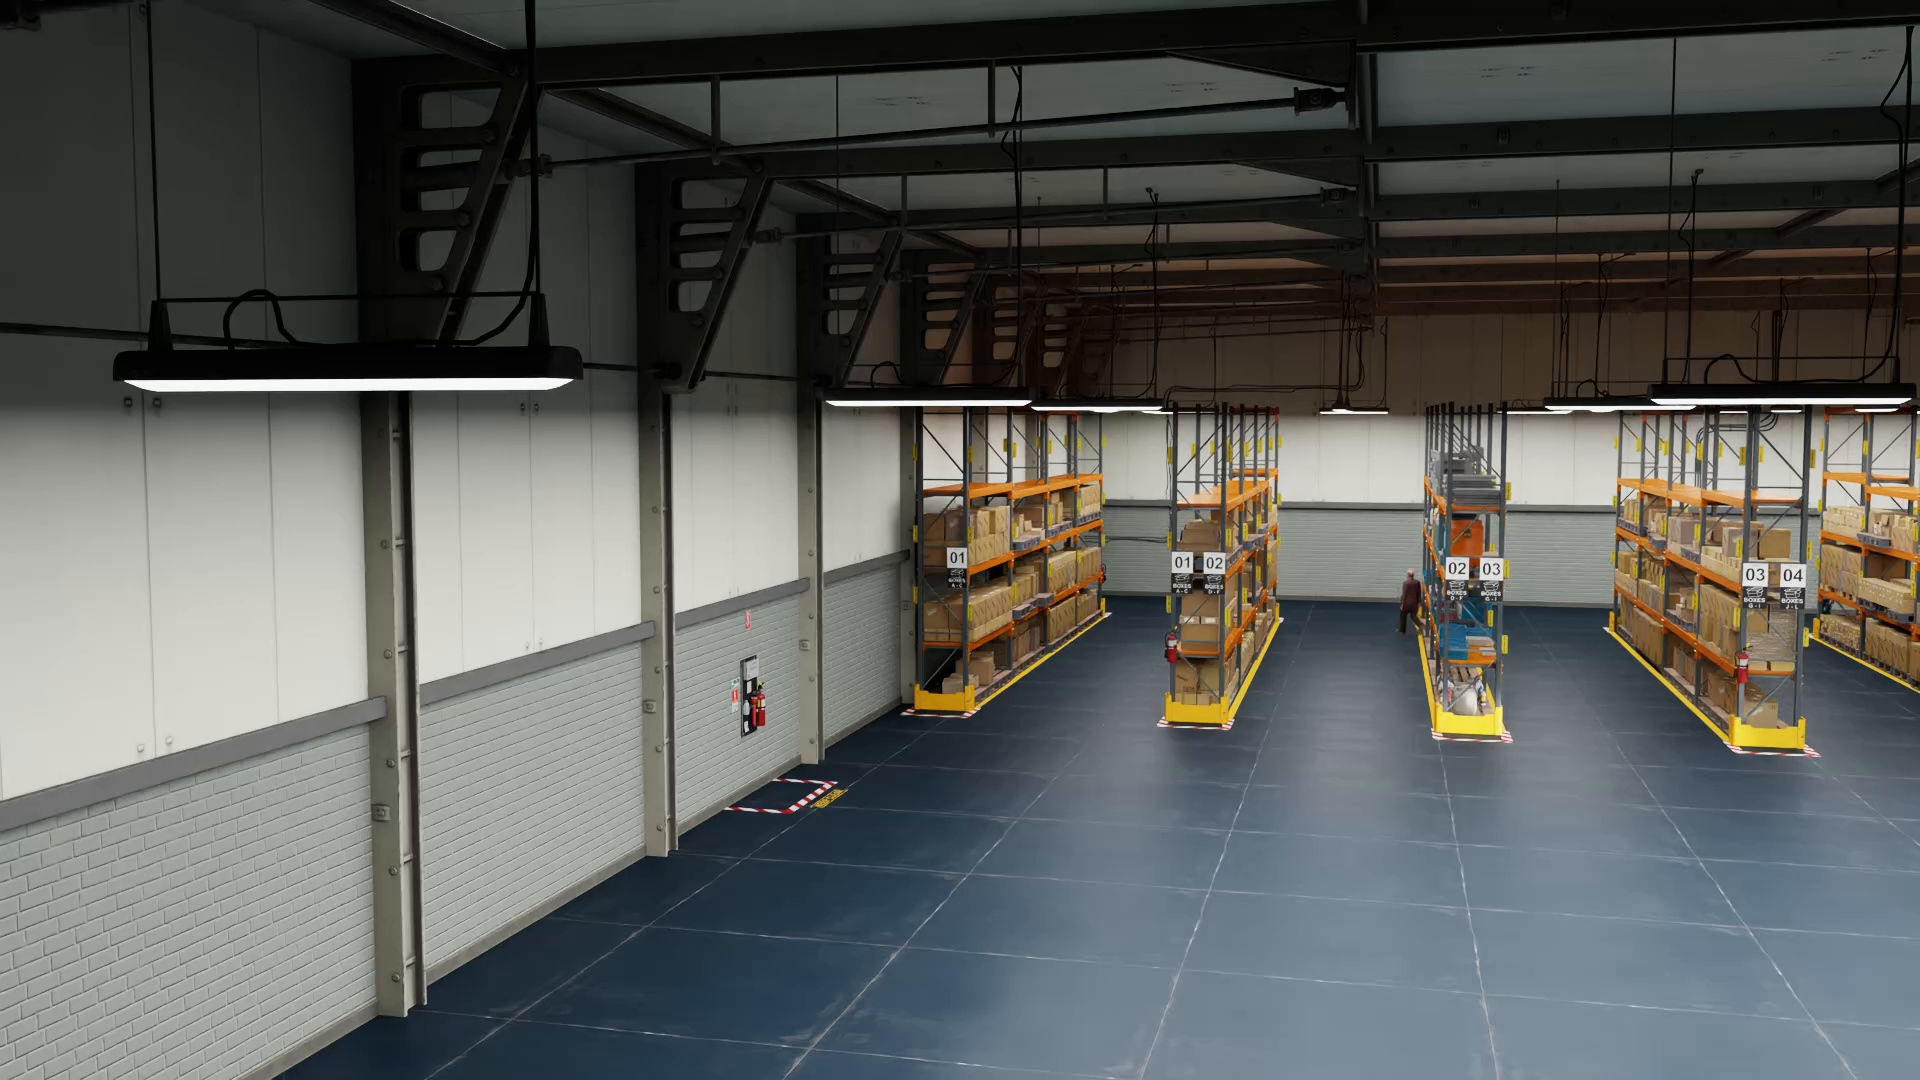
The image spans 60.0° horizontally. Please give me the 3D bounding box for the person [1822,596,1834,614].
[{"bbox_3d":[23.315,1.616,44.699,0.434,1.575,0.425,-2,5,-20],"label":"person"}]

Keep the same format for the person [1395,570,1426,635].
[{"bbox_3d":[11.754,1.638,43.505,0.661,1.747,0.959,-2,5,-23],"label":"person"}]
